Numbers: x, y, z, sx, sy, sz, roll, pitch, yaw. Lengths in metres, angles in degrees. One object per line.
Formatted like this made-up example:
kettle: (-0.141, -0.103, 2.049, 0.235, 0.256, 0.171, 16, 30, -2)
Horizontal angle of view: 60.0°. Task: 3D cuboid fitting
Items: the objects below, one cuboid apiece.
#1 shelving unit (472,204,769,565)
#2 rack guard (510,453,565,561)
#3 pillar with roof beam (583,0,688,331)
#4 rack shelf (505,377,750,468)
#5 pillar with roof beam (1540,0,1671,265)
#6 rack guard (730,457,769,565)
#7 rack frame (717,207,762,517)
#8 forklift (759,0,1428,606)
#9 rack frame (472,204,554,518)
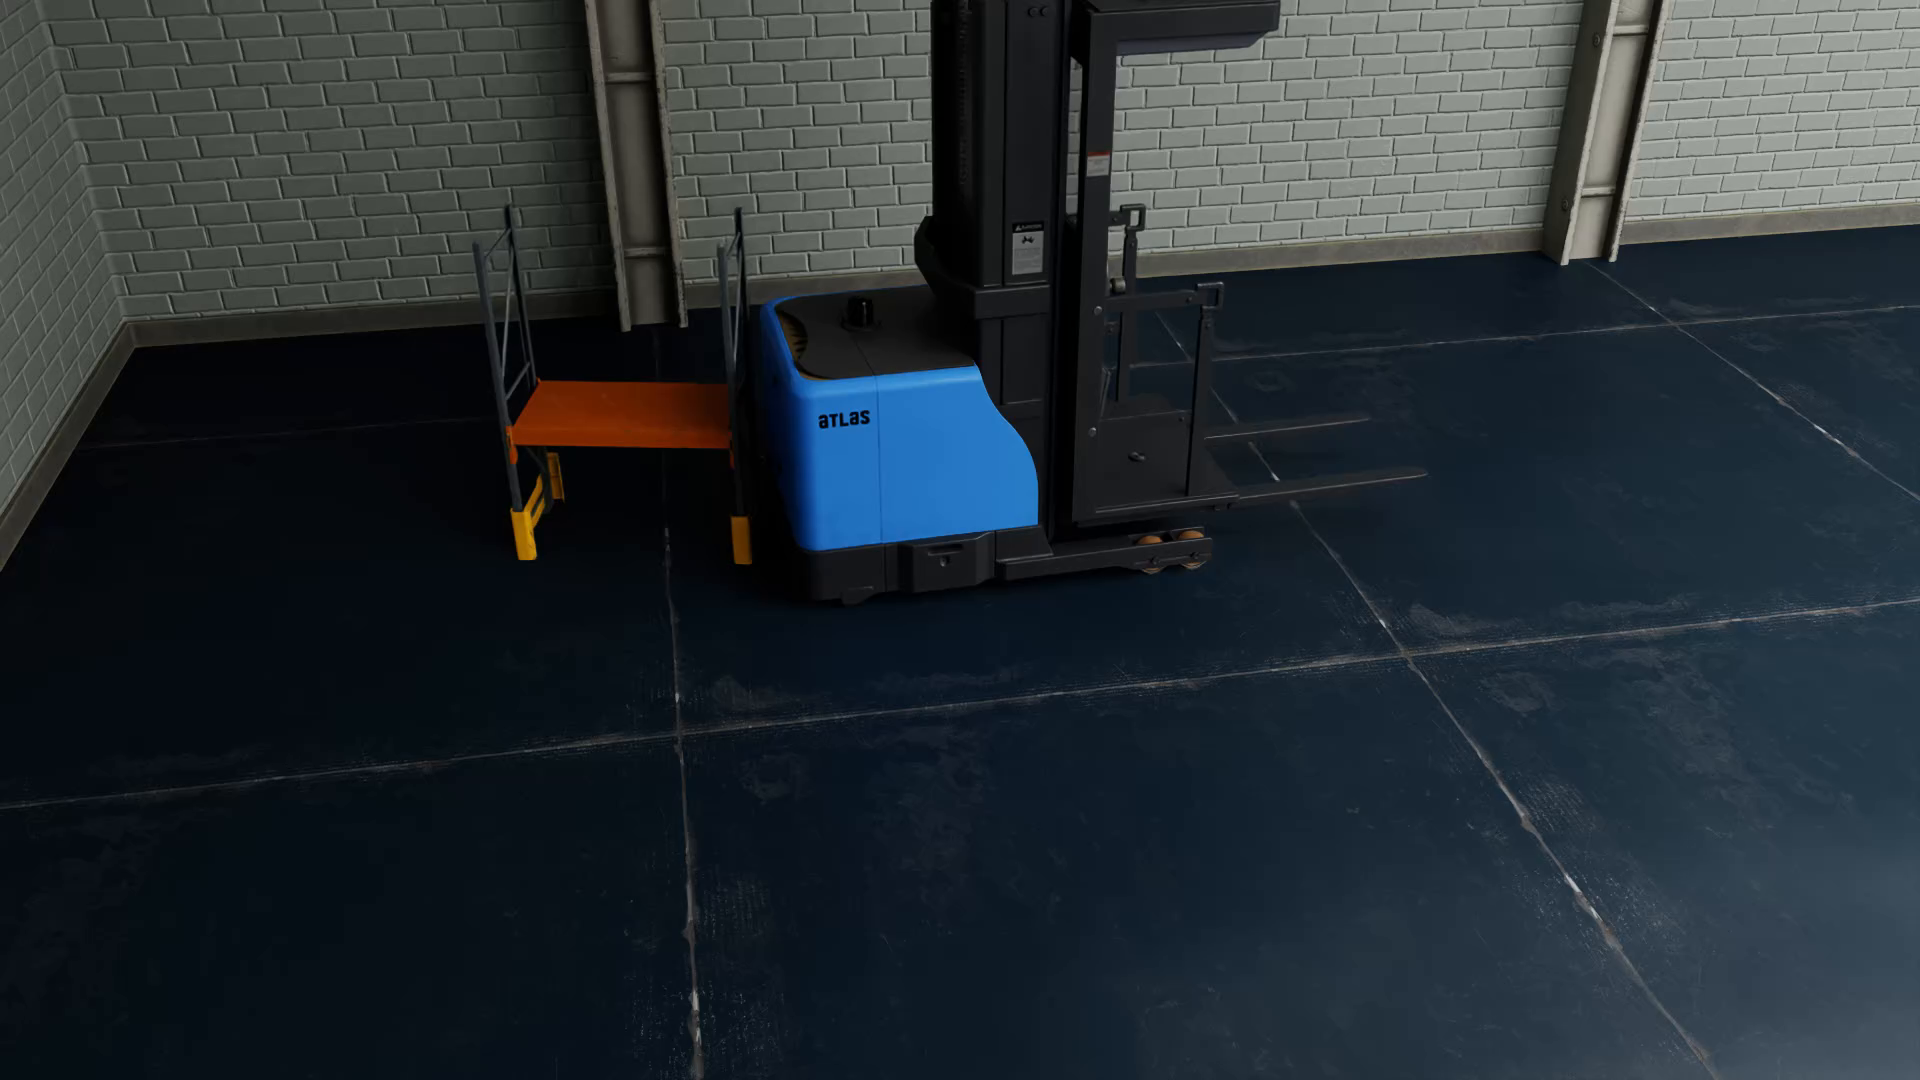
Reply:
shelving unit: (-1.475, -0.691, 7.445, 1.083, 1.500, 0.587, 1, 30, 2)
rack guard: (-1.972, -0.162, 7.779, 0.087, 0.250, 0.587, 1, 30, 2)
pillar with roof beam: (-1.067, -3.063, 4.080, 0.400, 9.000, 9.100, -5, 31, -9)
rack shelf: (-1.484, -0.536, 7.537, 1.000, 0.185, 0.538, 1, 30, 2)
pillar with roof beam: (4.835, -3.610, 5.012, 0.400, 9.000, 9.100, -5, 31, -9)
rack guard: (-0.977, -0.142, 7.745, 0.087, 0.250, 0.587, 1, 30, 2)
rack frame: (-0.976, -0.681, 7.428, 0.032, 1.500, 0.500, 1, 30, 2)
forklift: (0.658, -1.367, 7.183, 3.031, 2.935, 1.130, -7, 31, -12)
rack frame: (-1.992, -0.701, 7.463, 0.032, 1.500, 0.500, 1, 30, 2)
